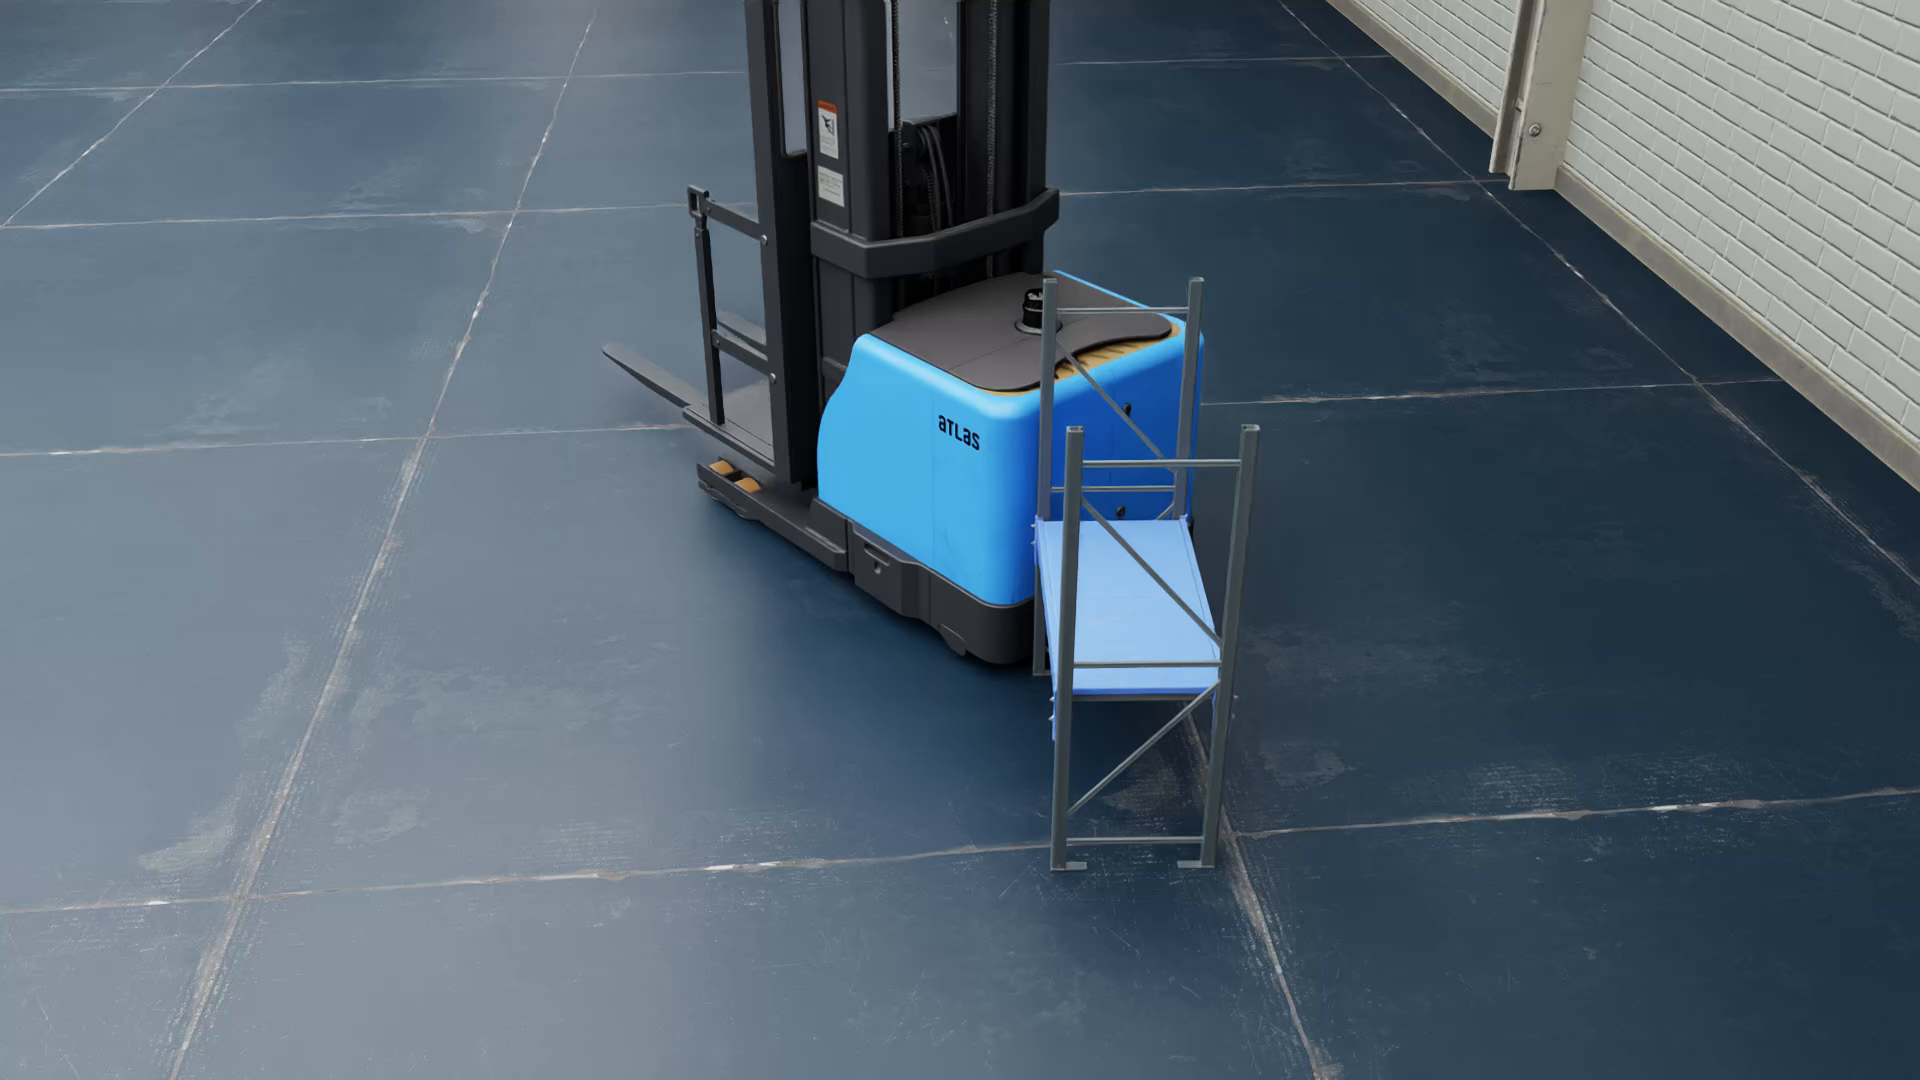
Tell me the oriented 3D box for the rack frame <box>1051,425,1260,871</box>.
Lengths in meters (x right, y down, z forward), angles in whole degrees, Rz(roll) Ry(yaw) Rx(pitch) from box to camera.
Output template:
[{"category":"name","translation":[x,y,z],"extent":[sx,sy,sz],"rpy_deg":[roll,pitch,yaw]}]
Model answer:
[{"category":"rack frame","translation":[0.527,0.354,4.695],"extent":[0.500,1.500,0.032],"rpy_deg":[-1,31,-1]}]

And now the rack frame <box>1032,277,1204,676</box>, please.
[{"category":"rack frame","translation":[0.510,-0.167,5.567],"extent":[0.500,1.500,0.032],"rpy_deg":[-1,31,-1]}]

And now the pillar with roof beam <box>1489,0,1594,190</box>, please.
[{"category":"pillar with roof beam","translation":[-0.696,-5.956,7.947],"extent":[9.100,9.000,0.400],"rpy_deg":[-3,31,-5]}]

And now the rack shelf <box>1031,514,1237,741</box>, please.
[{"category":"rack shelf","translation":[0.518,0.248,5.223],"extent":[0.538,0.185,1.000],"rpy_deg":[-1,31,-1]}]

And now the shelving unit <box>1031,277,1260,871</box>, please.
[{"category":"shelving unit","translation":[0.518,0.094,5.131],"extent":[0.538,1.500,1.048],"rpy_deg":[-1,31,-1]}]

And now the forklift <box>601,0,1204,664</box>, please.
[{"category":"forklift","translation":[-0.453,-1.499,6.401],"extent":[1.130,2.935,3.031],"rpy_deg":[-24,38,-34]}]
